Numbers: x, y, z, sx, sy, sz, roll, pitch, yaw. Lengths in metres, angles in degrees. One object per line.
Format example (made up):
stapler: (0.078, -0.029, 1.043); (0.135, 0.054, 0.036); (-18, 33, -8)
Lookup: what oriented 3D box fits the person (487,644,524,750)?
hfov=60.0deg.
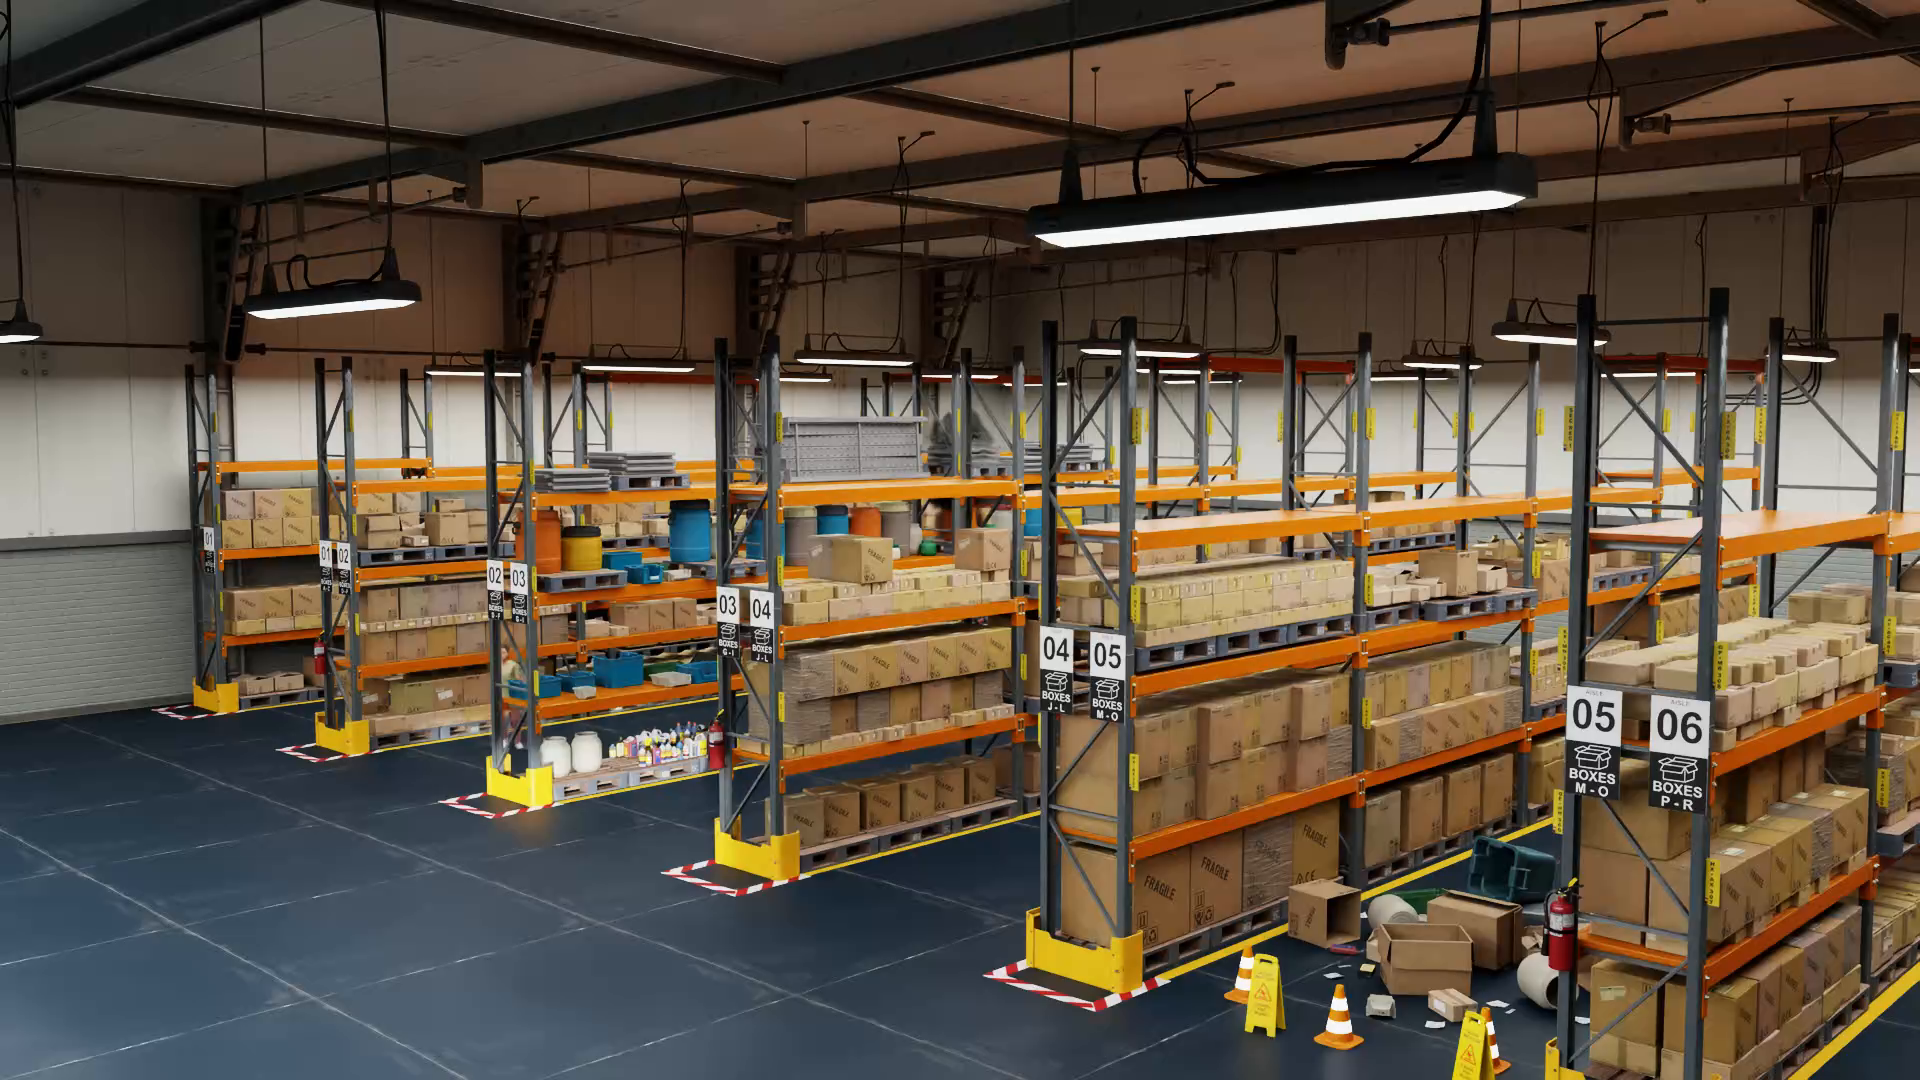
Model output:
person: (-6.899, 2.383, 25.220); (0.510, 1.638, 0.564); (-1, 5, -15)
